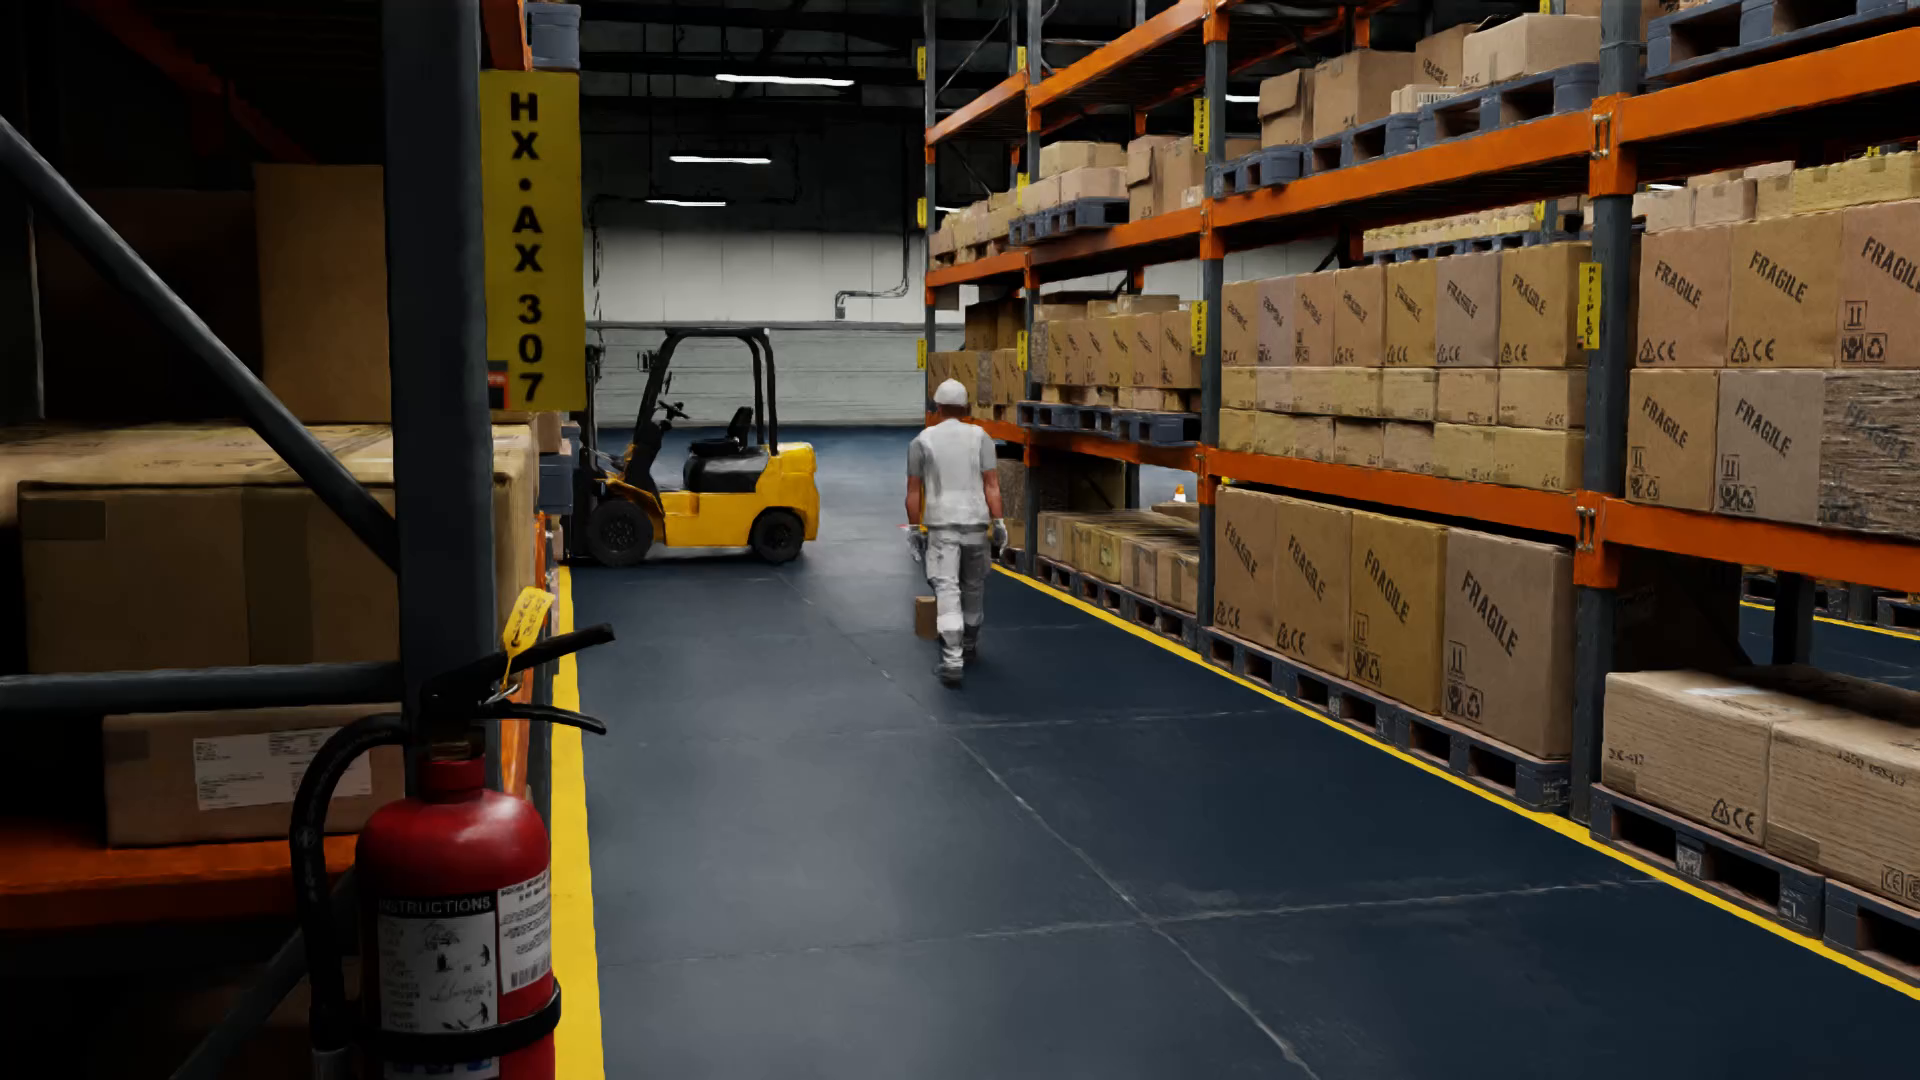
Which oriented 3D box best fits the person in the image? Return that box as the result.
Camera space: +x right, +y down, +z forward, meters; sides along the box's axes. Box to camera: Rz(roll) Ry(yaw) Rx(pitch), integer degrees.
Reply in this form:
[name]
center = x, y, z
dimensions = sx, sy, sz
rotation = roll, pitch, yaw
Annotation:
[person]
center = -0.037, -0.096, 9.864
dimensions = 0.581, 1.708, 1.102
rotation = -1, 6, -9
